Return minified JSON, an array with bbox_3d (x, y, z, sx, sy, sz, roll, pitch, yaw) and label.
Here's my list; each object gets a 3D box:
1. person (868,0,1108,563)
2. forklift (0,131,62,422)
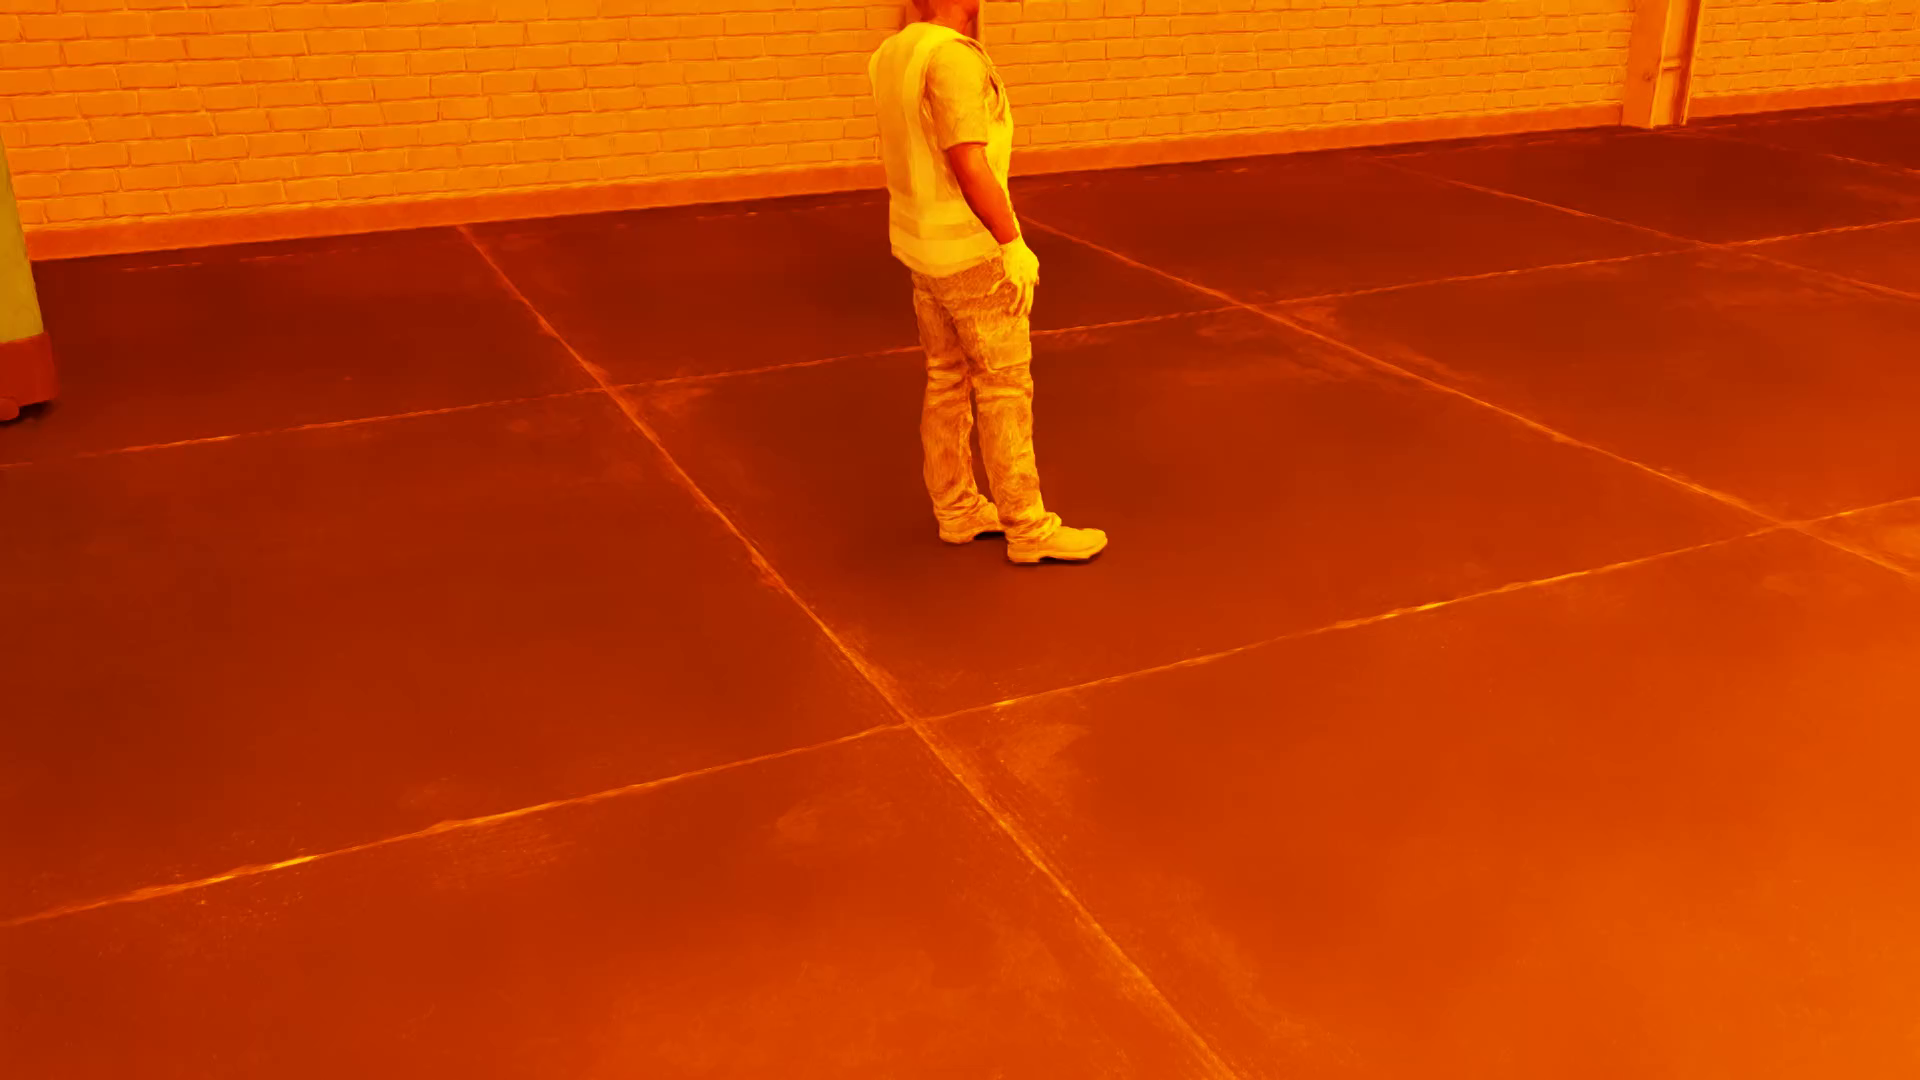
[{"bbox_3d":[0.069,-0.839,4.784,0.576,1.782,0.655,-10,25,-23],"label":"person"},{"bbox_3d":[-4.765,-1.556,5.032,1.130,2.935,3.031,21,30,41],"label":"forklift"}]
